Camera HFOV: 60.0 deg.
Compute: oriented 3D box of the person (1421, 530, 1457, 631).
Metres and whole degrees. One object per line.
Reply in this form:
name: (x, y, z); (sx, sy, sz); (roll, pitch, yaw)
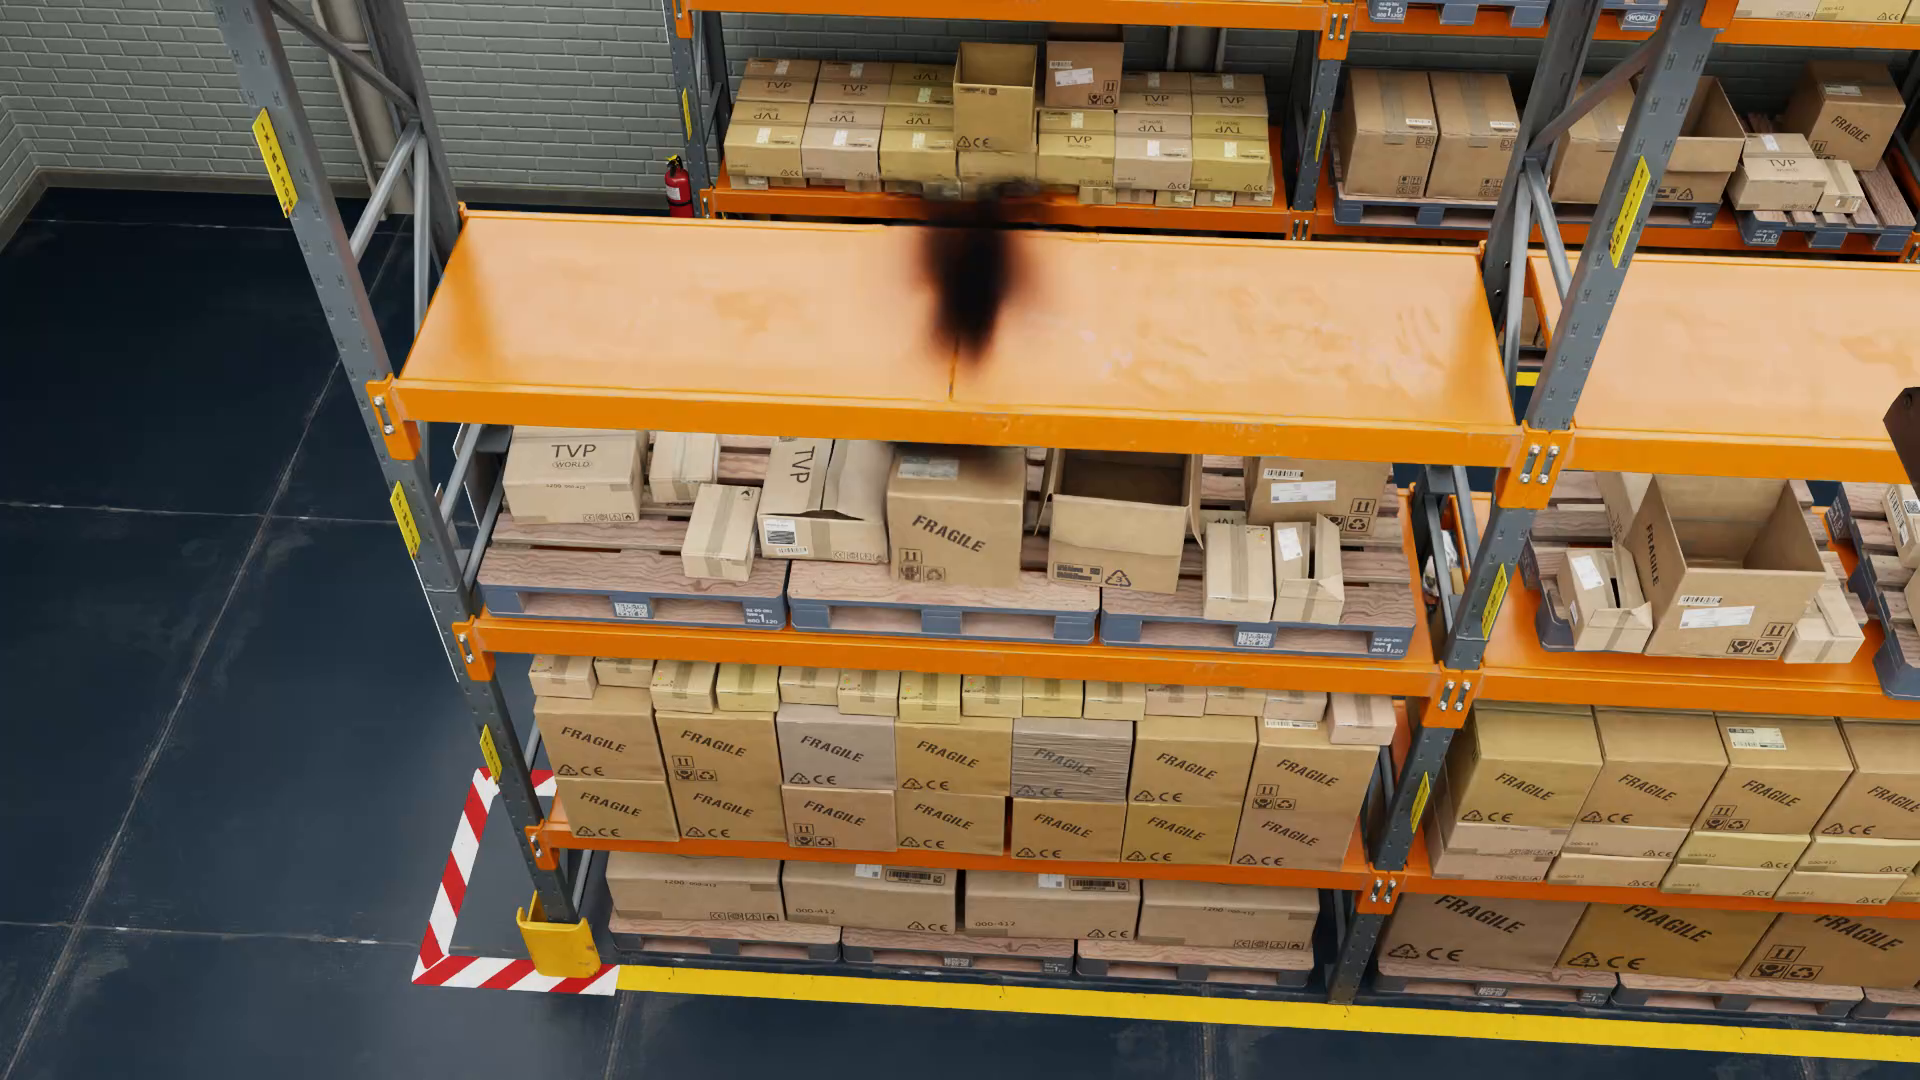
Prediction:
person: (2.580, 0.286, 9.390); (0.786, 1.607, 0.570); (-11, 49, -10)
